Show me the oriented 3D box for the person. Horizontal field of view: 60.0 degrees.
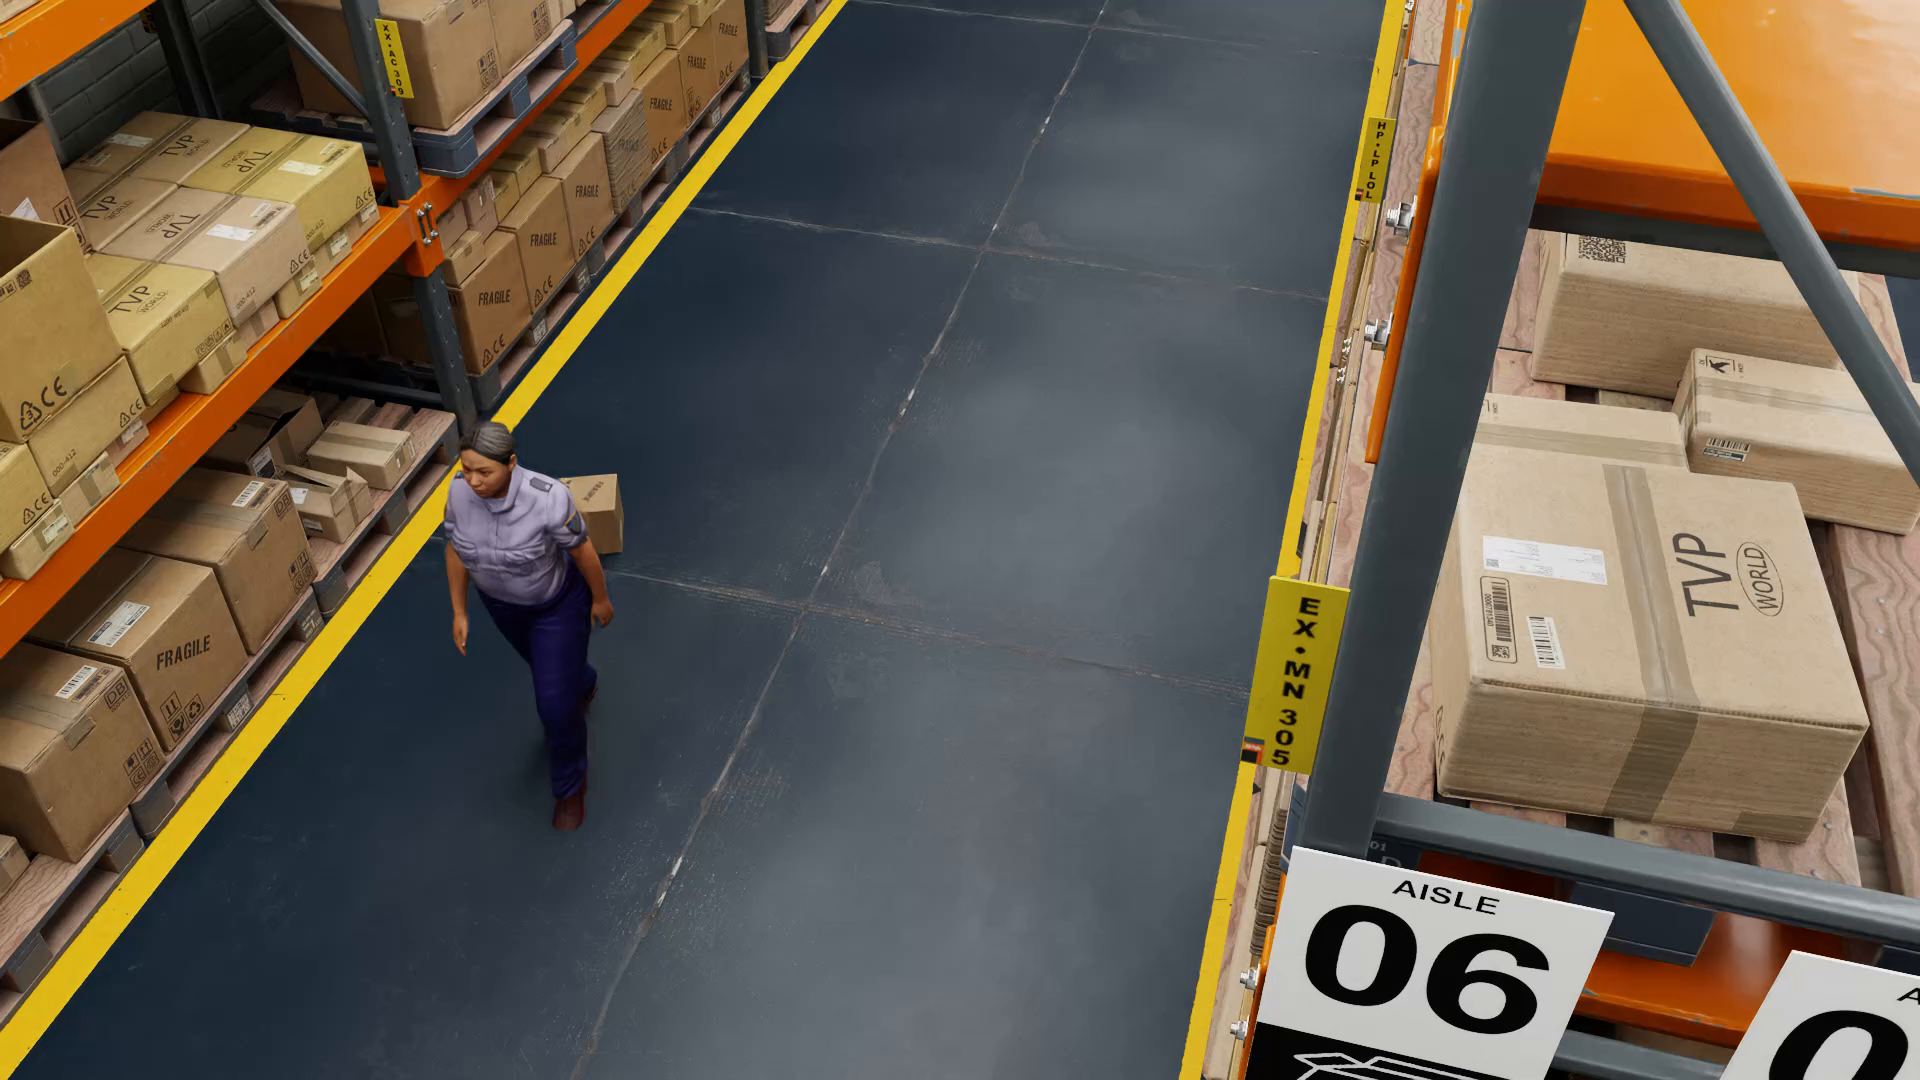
[{"bbox_3d":[-1.519,0.251,5.927,0.509,1.709,0.709,13,43,14],"label":"person"}]
